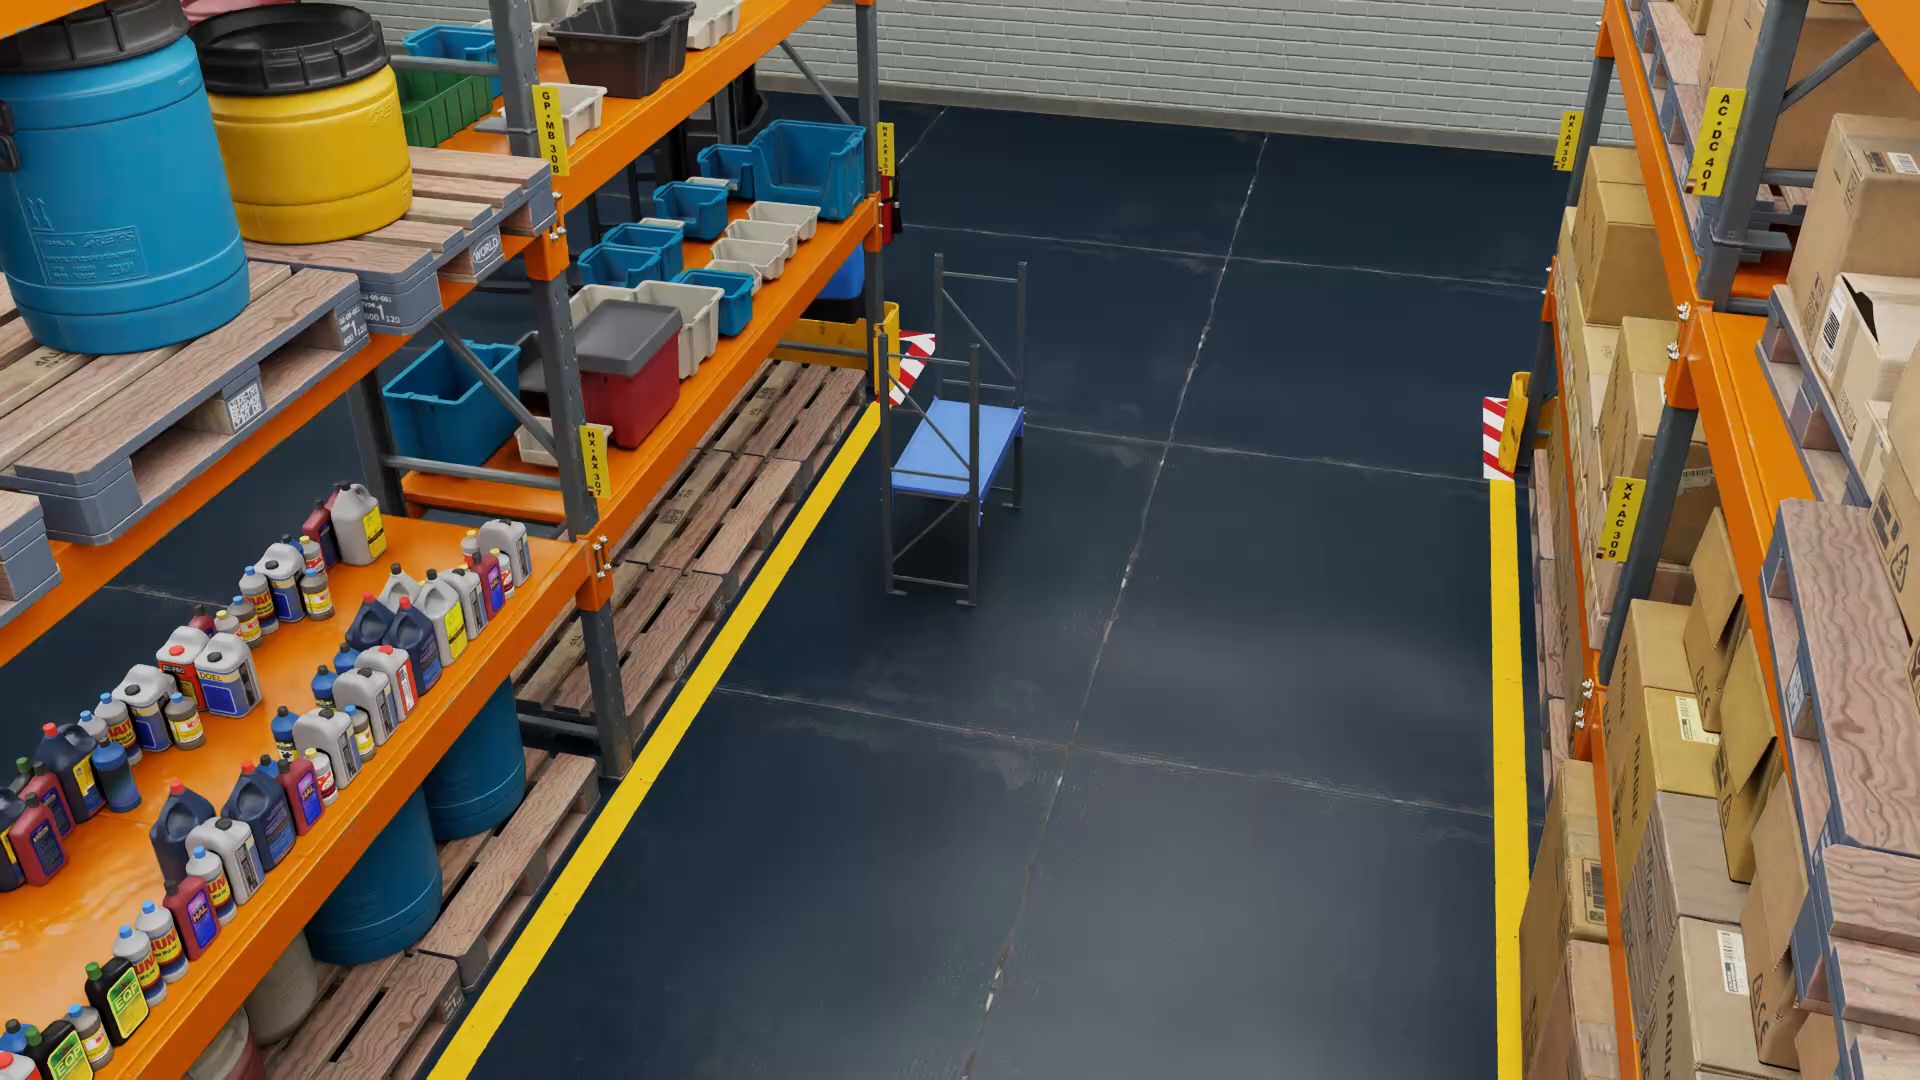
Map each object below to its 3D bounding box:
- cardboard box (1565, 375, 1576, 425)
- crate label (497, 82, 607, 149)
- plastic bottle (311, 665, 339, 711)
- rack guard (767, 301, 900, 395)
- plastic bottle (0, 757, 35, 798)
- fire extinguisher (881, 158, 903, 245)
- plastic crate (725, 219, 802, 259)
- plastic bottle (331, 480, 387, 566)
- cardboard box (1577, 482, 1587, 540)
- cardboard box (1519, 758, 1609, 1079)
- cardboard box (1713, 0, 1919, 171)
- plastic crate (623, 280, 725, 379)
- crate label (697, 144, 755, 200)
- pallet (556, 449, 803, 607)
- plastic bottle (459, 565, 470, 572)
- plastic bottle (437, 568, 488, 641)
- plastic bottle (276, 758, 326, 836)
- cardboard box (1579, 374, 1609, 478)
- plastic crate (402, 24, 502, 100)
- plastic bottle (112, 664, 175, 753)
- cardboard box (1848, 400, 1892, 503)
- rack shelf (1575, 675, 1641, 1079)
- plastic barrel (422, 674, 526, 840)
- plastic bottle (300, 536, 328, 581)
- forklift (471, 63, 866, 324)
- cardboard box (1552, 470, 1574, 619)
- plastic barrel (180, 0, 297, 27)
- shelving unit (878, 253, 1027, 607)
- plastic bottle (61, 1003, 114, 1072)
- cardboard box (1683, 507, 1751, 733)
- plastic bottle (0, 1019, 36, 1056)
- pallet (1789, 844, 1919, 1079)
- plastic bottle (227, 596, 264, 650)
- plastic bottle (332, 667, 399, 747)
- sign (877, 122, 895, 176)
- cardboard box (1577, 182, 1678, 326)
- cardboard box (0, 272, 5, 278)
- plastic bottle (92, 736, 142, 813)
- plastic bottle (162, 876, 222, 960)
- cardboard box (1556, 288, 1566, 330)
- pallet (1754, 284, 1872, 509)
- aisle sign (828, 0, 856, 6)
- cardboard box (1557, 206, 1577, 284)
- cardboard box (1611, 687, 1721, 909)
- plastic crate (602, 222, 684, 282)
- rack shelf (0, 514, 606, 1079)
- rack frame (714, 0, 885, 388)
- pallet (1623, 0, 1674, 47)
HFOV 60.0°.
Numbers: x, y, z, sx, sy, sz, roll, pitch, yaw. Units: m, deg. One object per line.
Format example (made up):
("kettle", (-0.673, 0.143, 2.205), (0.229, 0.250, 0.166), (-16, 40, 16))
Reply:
("cardboard box", (3.011, -0.627, 7.675), (0.380, 0.149, 0.250), (7, 33, 11))
("crate label", (-1.593, -1.639, 6.482), (0.293, 0.136, 0.466), (8, 33, 12))
("plastic bottle", (-2.164, 0.547, 5.714), (0.097, 0.271, 0.097), (0, 32, 0))
("rack guard", (-0.988, -1.305, 10.836), (1.175, 0.500, 0.348), (8, 33, 12))
("plastic bottle", (-2.951, 0.829, 5.259), (0.061, 0.283, 0.133), (8, 33, 12))
("fire extinguisher", (-0.503, -2.172, 10.290), (0.296, 0.674, 0.183), (8, 33, 12))
("plastic crate", (-1.101, -1.663, 9.260), (0.396, 0.136, 0.243), (8, 33, 12))
("plastic bottle", (-2.409, -0.089, 6.641), (0.144, 0.351, 0.185), (8, 33, 12))
("cardboard box", (2.751, -0.092, 6.834), (0.380, 0.149, 0.250), (9, 33, 13))
("cardboard box", (2.651, 1.459, 5.748), (1.225, 0.875, 0.875), (8, 33, 13))
("cardboard box", (2.935, -1.537, 5.498), (0.700, 0.500, 0.500), (6, 33, 10))
("plastic crate", (-1.431, -1.012, 8.101), (0.437, 0.282, 0.530), (8, 33, 12))
("crate label", (-1.362, -2.217, 10.041), (0.416, 0.233, 0.303), (8, 33, 12))
("pallet", (-1.540, -0.115, 9.234), (1.003, 0.211, 1.213), (8, 33, 12))
("plastic bottle", (-1.879, 0.188, 6.344), (0.097, 0.201, 0.097), (0, 32, 0))
("plastic bottle", (-1.876, 0.221, 6.222), (0.152, 0.276, 0.135), (8, 33, 12))
("plastic bottle", (-2.112, 0.796, 5.311), (0.061, 0.283, 0.133), (8, 33, 12))
("cardboard box", (2.911, -0.456, 7.034), (0.500, 0.250, 0.500), (9, 33, 13))
("plastic crate", (-2.074, -1.981, 6.930), (0.416, 0.233, 0.300), (8, 33, 12))
("plastic bottle", (-2.776, 0.572, 5.670), (0.152, 0.276, 0.135), (8, 33, 12))
("cardboard box", (2.271, -0.180, 3.784), (0.380, 0.149, 0.250), (7, 33, 10))
("rack shelf", (2.287, 1.746, 4.378), (1.077, 0.370, 4.000), (8, 33, 12))
("plastic barrel", (-2.151, 0.719, 6.888), (0.600, 0.901, 0.708), (8, 33, 12))
("plastic bottle", (-2.548, 0.078, 6.517), (0.097, 0.201, 0.097), (0, 32, 0))
("forklift", (-2.140, -2.946, 11.151), (3.031, 2.935, 1.130), (3, 33, 4))
("cardboard box", (3.494, -0.136, 8.258), (0.875, 0.875, 0.875), (8, 33, 12))
("plastic barrel", (-2.372, -1.531, 5.548), (0.433, 0.535, 0.433), (0, 32, 0))
("shelving unit", (-0.022, -0.589, 8.778), (0.538, 1.500, 1.048), (8, 33, 12))
("plastic bottle", (-2.382, 1.344, 4.526), (0.097, 0.201, 0.097), (0, 32, 0))
("cardboard box", (2.640, 0.272, 4.998), (0.797, 0.503, 0.637), (7, 33, 11))
("plastic bottle", (-2.475, 1.375, 4.411), (0.097, 0.271, 0.097), (0, 32, 0))
("pallet", (1.891, 0.953, 2.335), (1.213, 0.211, 1.003), (10, 34, 15))
("plastic bottle", (-2.656, 0.299, 6.168), (0.097, 0.201, 0.097), (0, 32, 0))
("plastic bottle", (-2.039, 0.552, 5.701), (0.152, 0.276, 0.135), (8, 33, 12))
("sign", (-0.445, -2.348, 9.995), (0.100, 0.325, 0.005), (8, 33, 12))
("cardboard box", (3.174, -1.308, 7.675), (0.500, 0.500, 0.500), (7, 33, 11))
("cardboard box", (-6.311, -1.544, 11.036), (0.500, 0.250, 0.500), (8, 33, 12))
("plastic bottle", (-2.742, 0.751, 5.393), (0.097, 0.271, 0.097), (0, 32, 0))
("plastic bottle", (-2.252, 1.081, 4.862), (0.061, 0.283, 0.133), (8, 33, 12))
("cardboard box", (3.272, -1.159, 8.512), (0.380, 0.149, 0.250), (7, 33, 11))
("pallet", (2.609, -0.298, 4.305), (0.805, 0.209, 1.217), (7, 33, 10))
("aisle sign", (-0.680, -3.440, 9.442), (0.394, 0.787, 0.004), (8, 33, 12))
("cardboard box", (3.427, -1.521, 8.709), (0.500, 0.250, 0.500), (7, 33, 11))
("cardboard box", (2.309, 0.828, 5.058), (0.500, 0.500, 0.500), (8, 33, 12))
("plastic crate", (-1.696, -1.533, 8.966), (0.416, 0.233, 0.300), (8, 33, 12))
("rack shelf", (-2.504, 1.072, 5.439), (1.077, 0.370, 4.000), (8, 33, 12))
("rack frame", (-0.981, -2.345, 10.143), (1.000, 3.000, 0.127), (8, 33, 12))
("pallet", (3.631, -2.513, 7.694), (1.003, 0.211, 1.213), (8, 33, 12))
